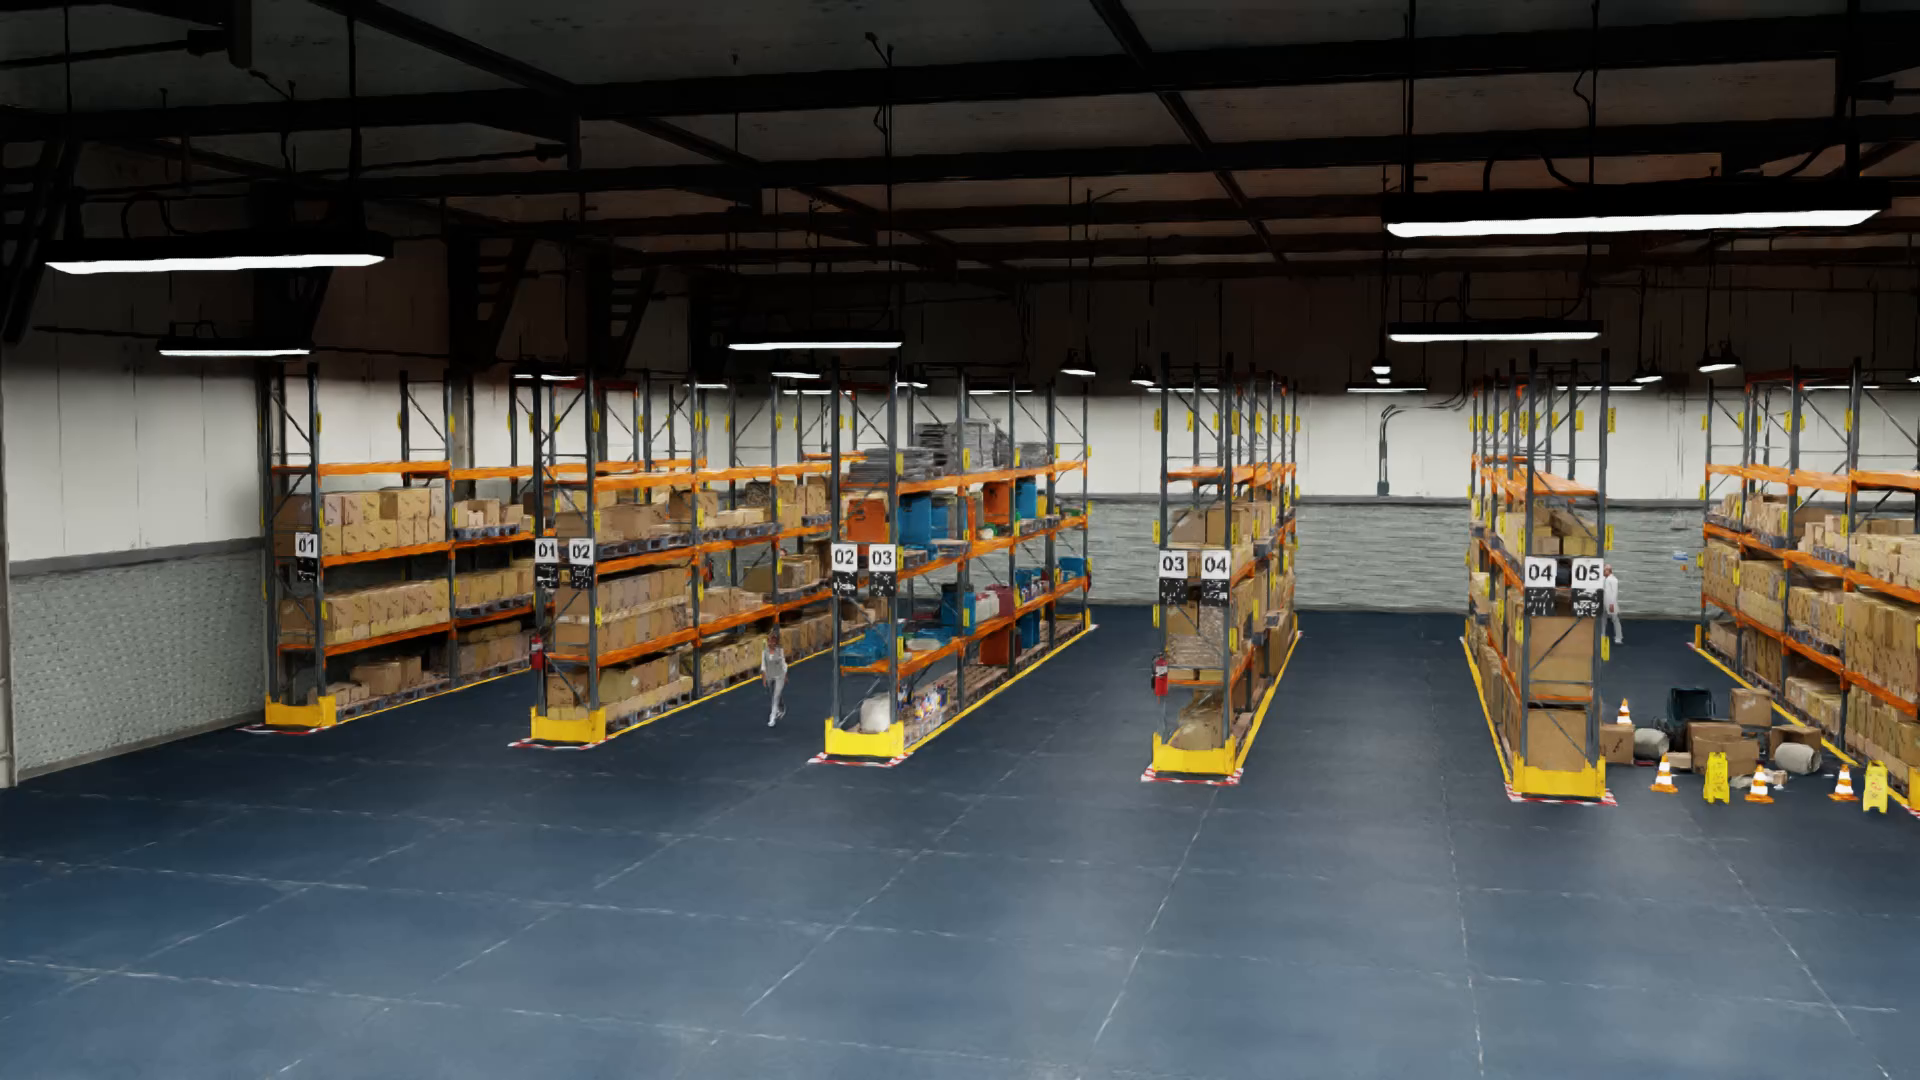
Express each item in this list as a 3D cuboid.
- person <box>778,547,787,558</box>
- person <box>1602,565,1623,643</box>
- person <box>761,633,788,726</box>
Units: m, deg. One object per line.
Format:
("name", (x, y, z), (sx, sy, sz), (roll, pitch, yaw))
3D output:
("person", (-4.836, 0.987, 45.564), (0.448, 1.590, 1.110), (1, 4, 17))
("person", (14.748, 1.450, 37.903), (0.681, 1.774, 0.699), (-1, 4, -9))
("person", (-3.103, 2.301, 27.683), (0.417, 1.480, 1.036), (1, 4, 17))
